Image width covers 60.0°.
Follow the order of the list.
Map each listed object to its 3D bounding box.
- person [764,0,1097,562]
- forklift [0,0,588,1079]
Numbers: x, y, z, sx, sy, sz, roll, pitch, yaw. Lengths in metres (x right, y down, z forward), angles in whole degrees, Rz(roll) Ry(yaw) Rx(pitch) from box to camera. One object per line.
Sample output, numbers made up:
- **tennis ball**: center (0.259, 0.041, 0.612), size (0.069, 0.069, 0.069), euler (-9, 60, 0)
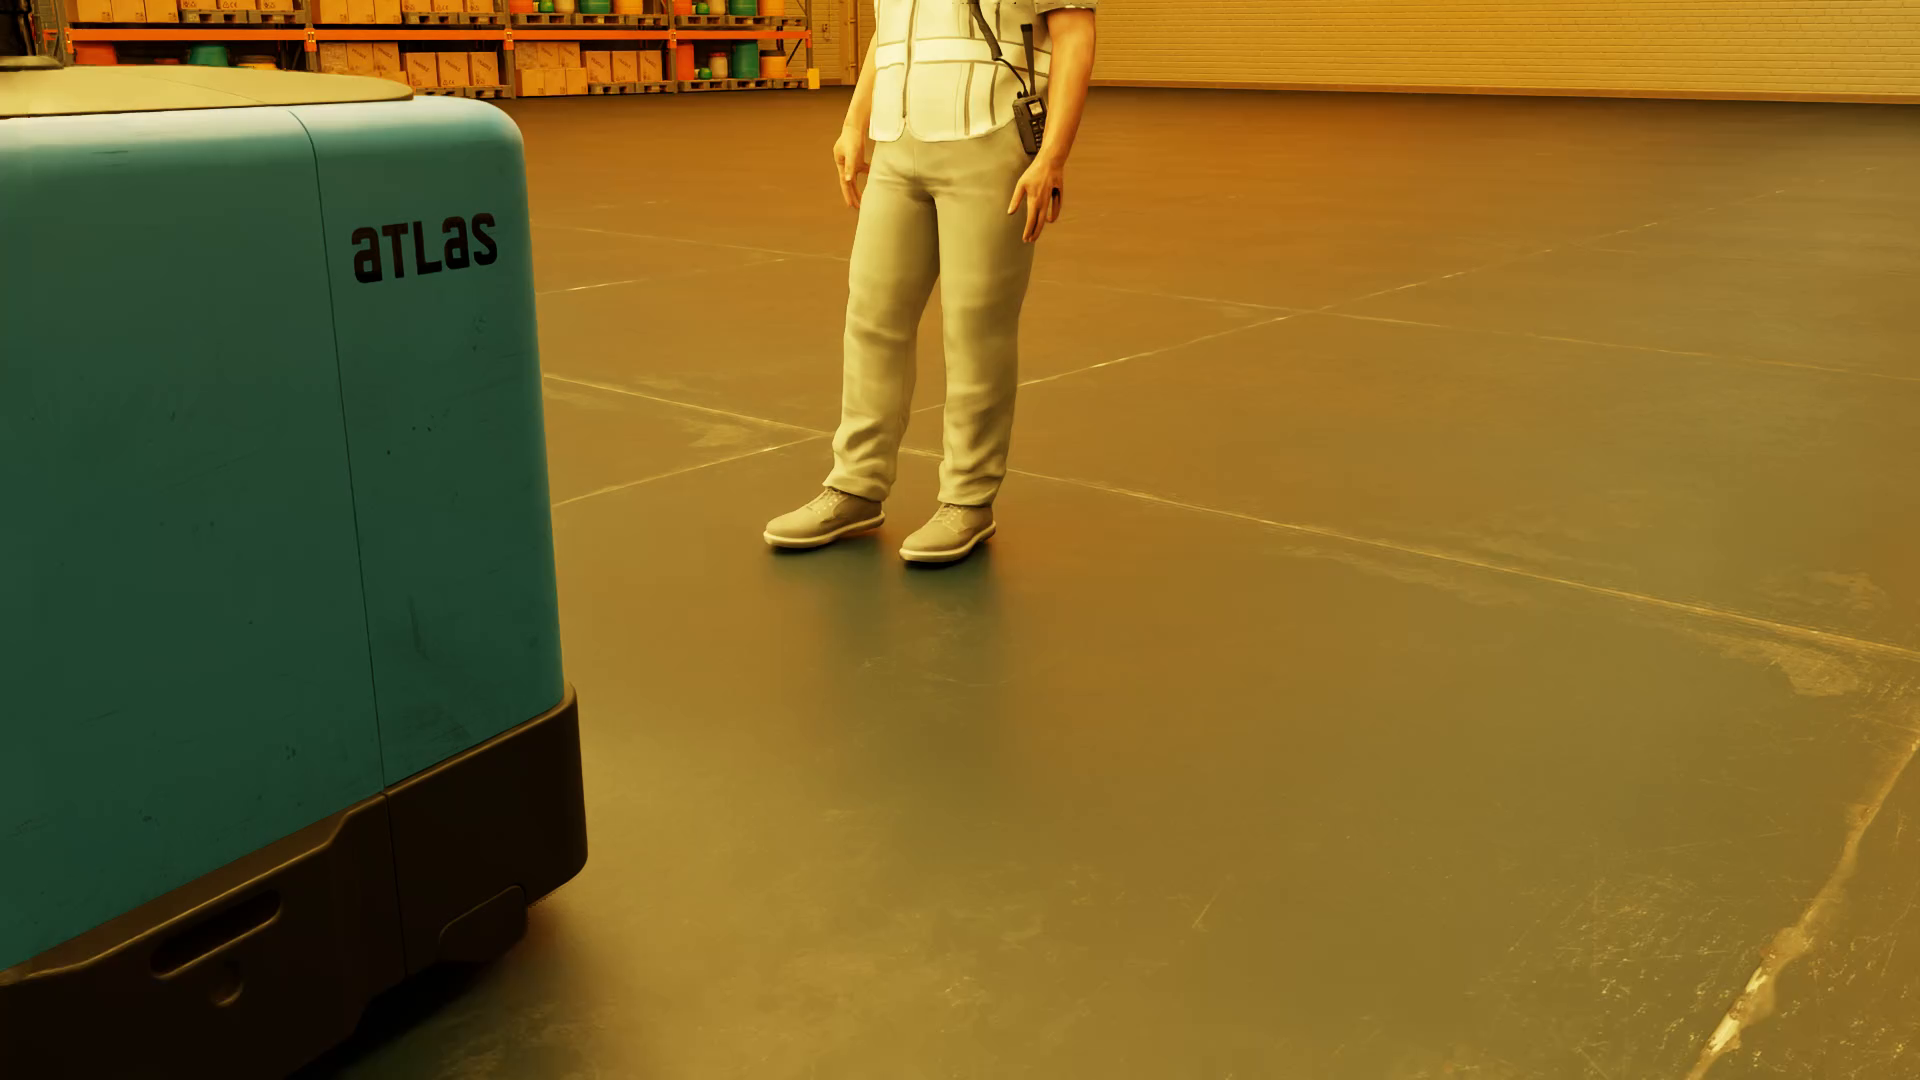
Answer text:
- **person**: center (-0.058, -0.844, 3.630), size (0.641, 1.778, 0.574), euler (13, 21, 37)
- **forklift**: center (-1.679, -0.602, 0.881), size (1.130, 2.935, 3.031), euler (10, 19, 29)
